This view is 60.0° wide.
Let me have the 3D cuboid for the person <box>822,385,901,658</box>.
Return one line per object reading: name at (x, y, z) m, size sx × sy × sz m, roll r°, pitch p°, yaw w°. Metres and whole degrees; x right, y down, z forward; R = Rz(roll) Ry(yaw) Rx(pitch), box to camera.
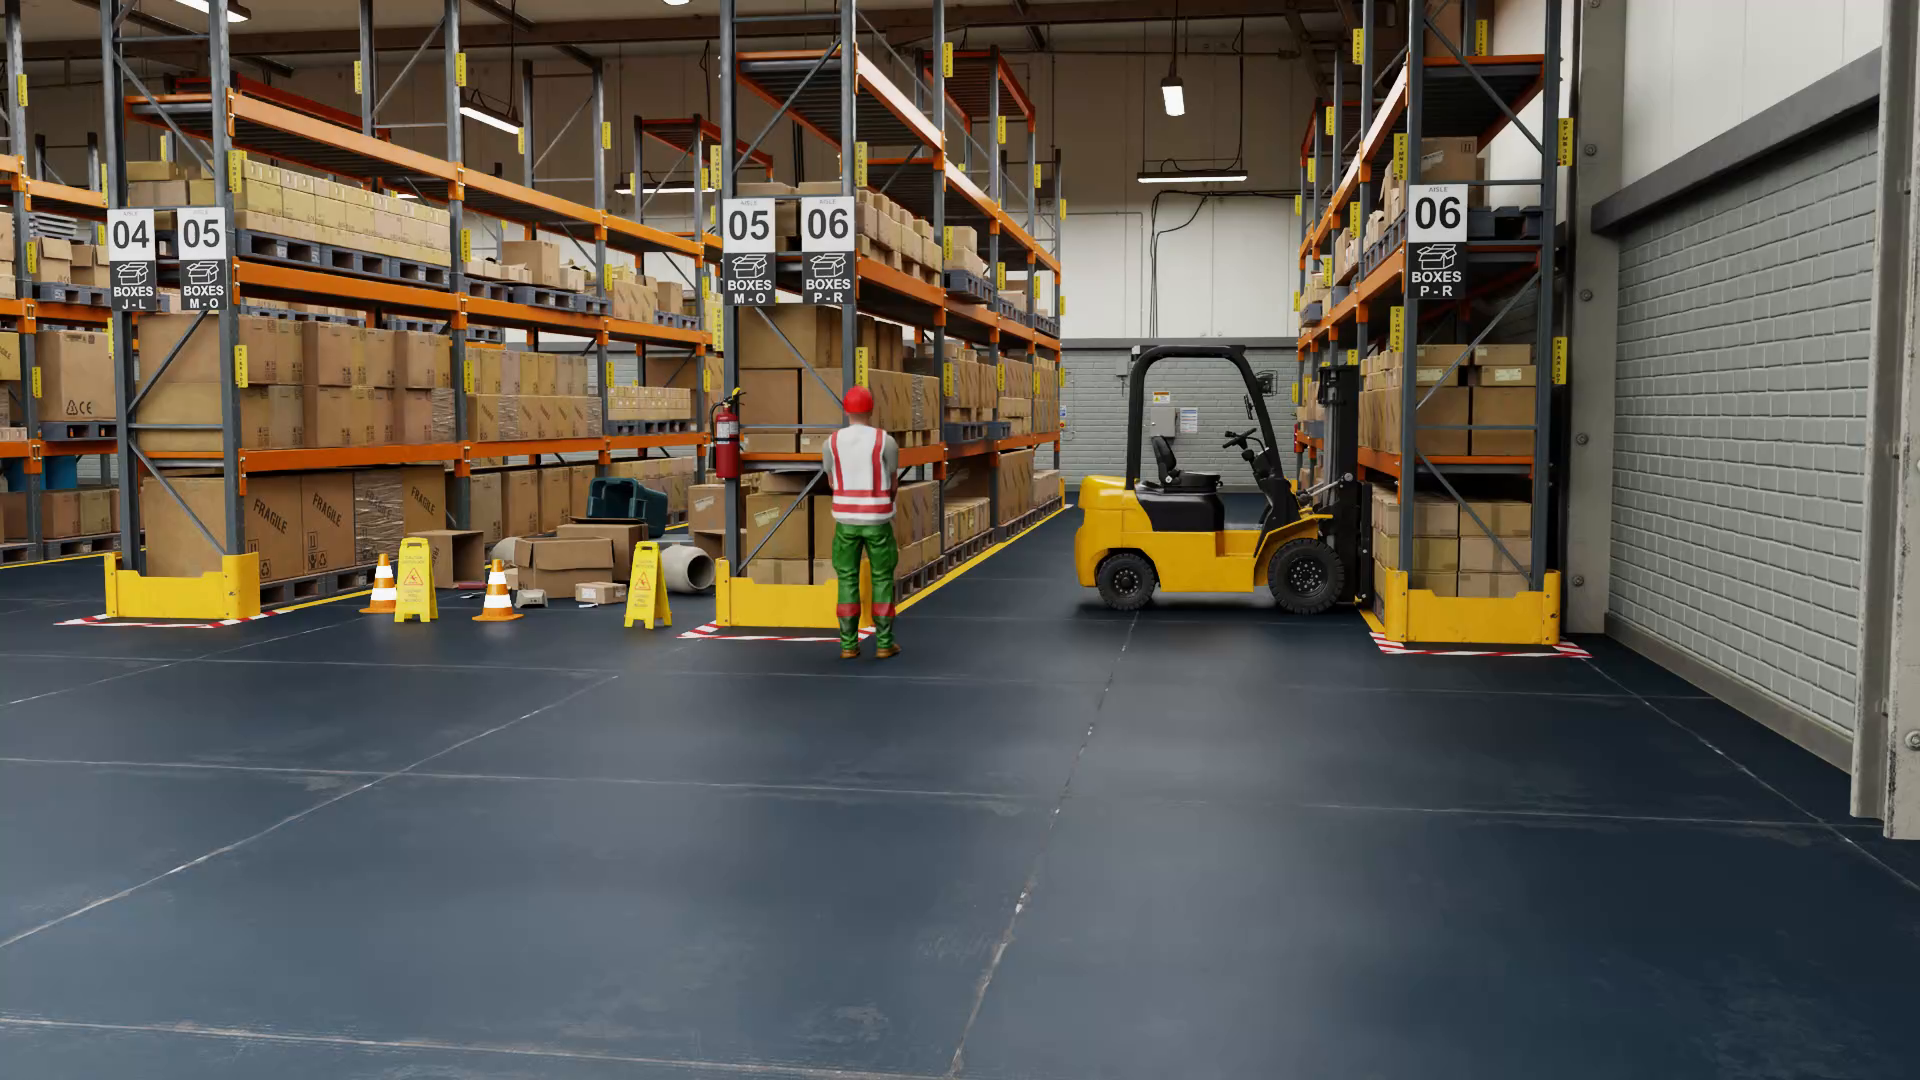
person at (-0.642, -0.126, 11.057) m, size 0.506 × 1.789 × 0.556 m, roll 0°, pitch 4°, yaw 5°
